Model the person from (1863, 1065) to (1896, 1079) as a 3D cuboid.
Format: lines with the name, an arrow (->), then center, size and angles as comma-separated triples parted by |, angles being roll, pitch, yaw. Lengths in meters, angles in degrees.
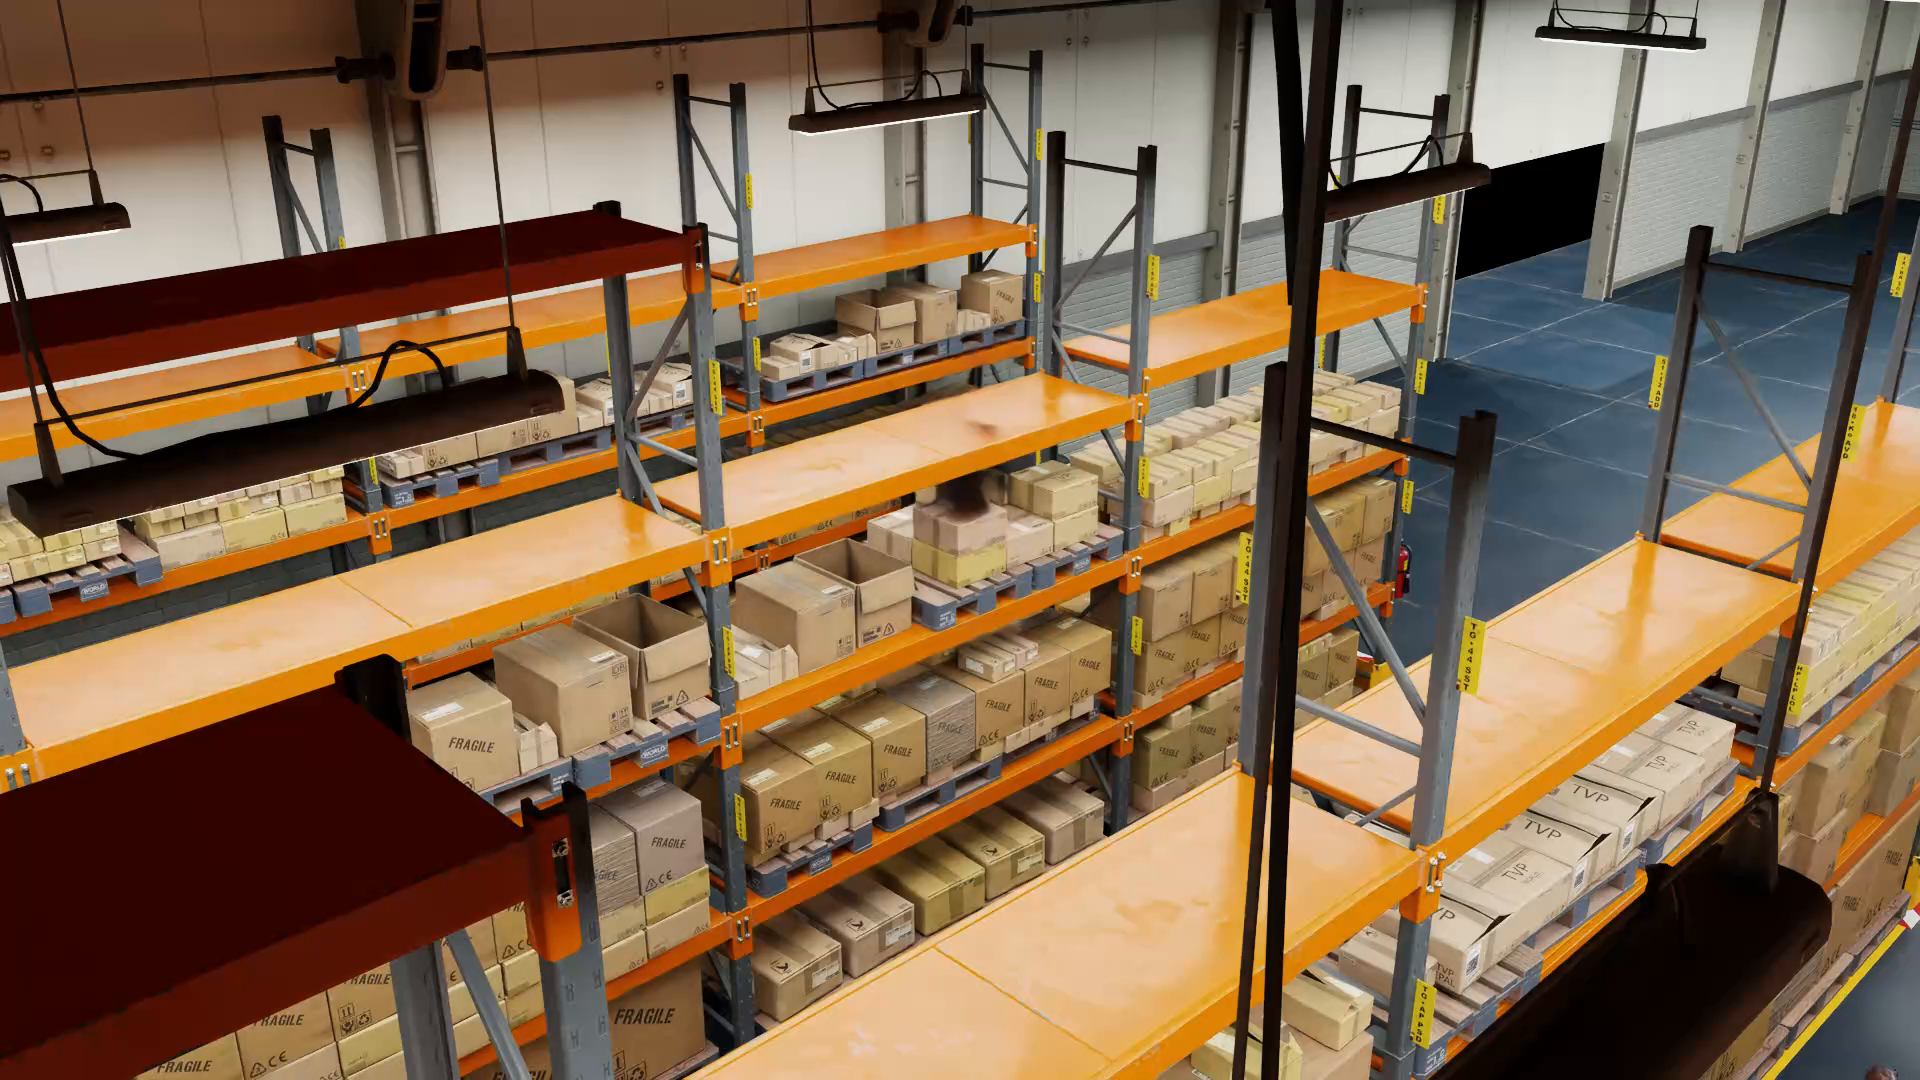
person -> 5.219, 3.737, 9.657 | 0.565, 1.605, 0.599 | 13, 26, 29
